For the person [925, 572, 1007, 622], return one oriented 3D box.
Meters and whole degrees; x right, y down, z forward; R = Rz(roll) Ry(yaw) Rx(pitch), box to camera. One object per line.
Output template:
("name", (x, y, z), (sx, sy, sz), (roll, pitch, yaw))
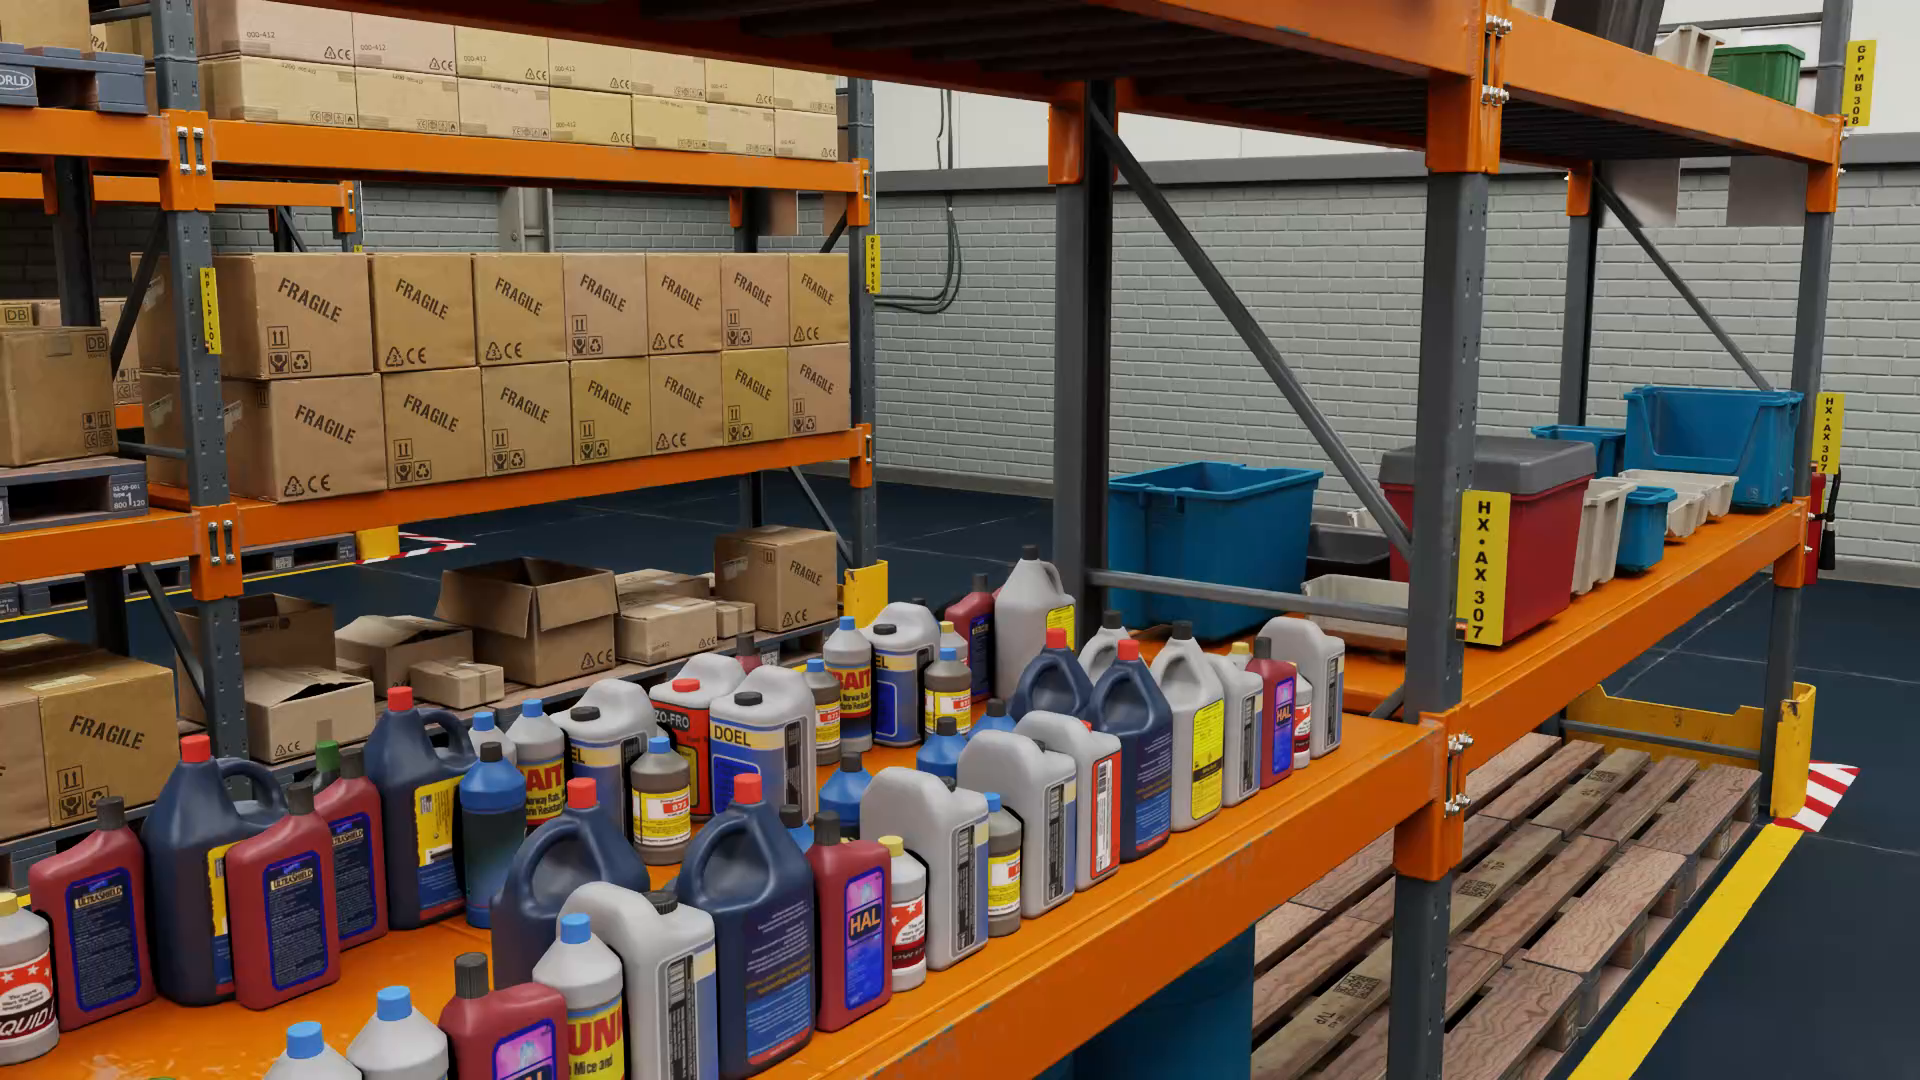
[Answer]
("person", (0.265, 0.582, 7.791), (0.950, 0.839, 0.497), (7, 12, 34))
